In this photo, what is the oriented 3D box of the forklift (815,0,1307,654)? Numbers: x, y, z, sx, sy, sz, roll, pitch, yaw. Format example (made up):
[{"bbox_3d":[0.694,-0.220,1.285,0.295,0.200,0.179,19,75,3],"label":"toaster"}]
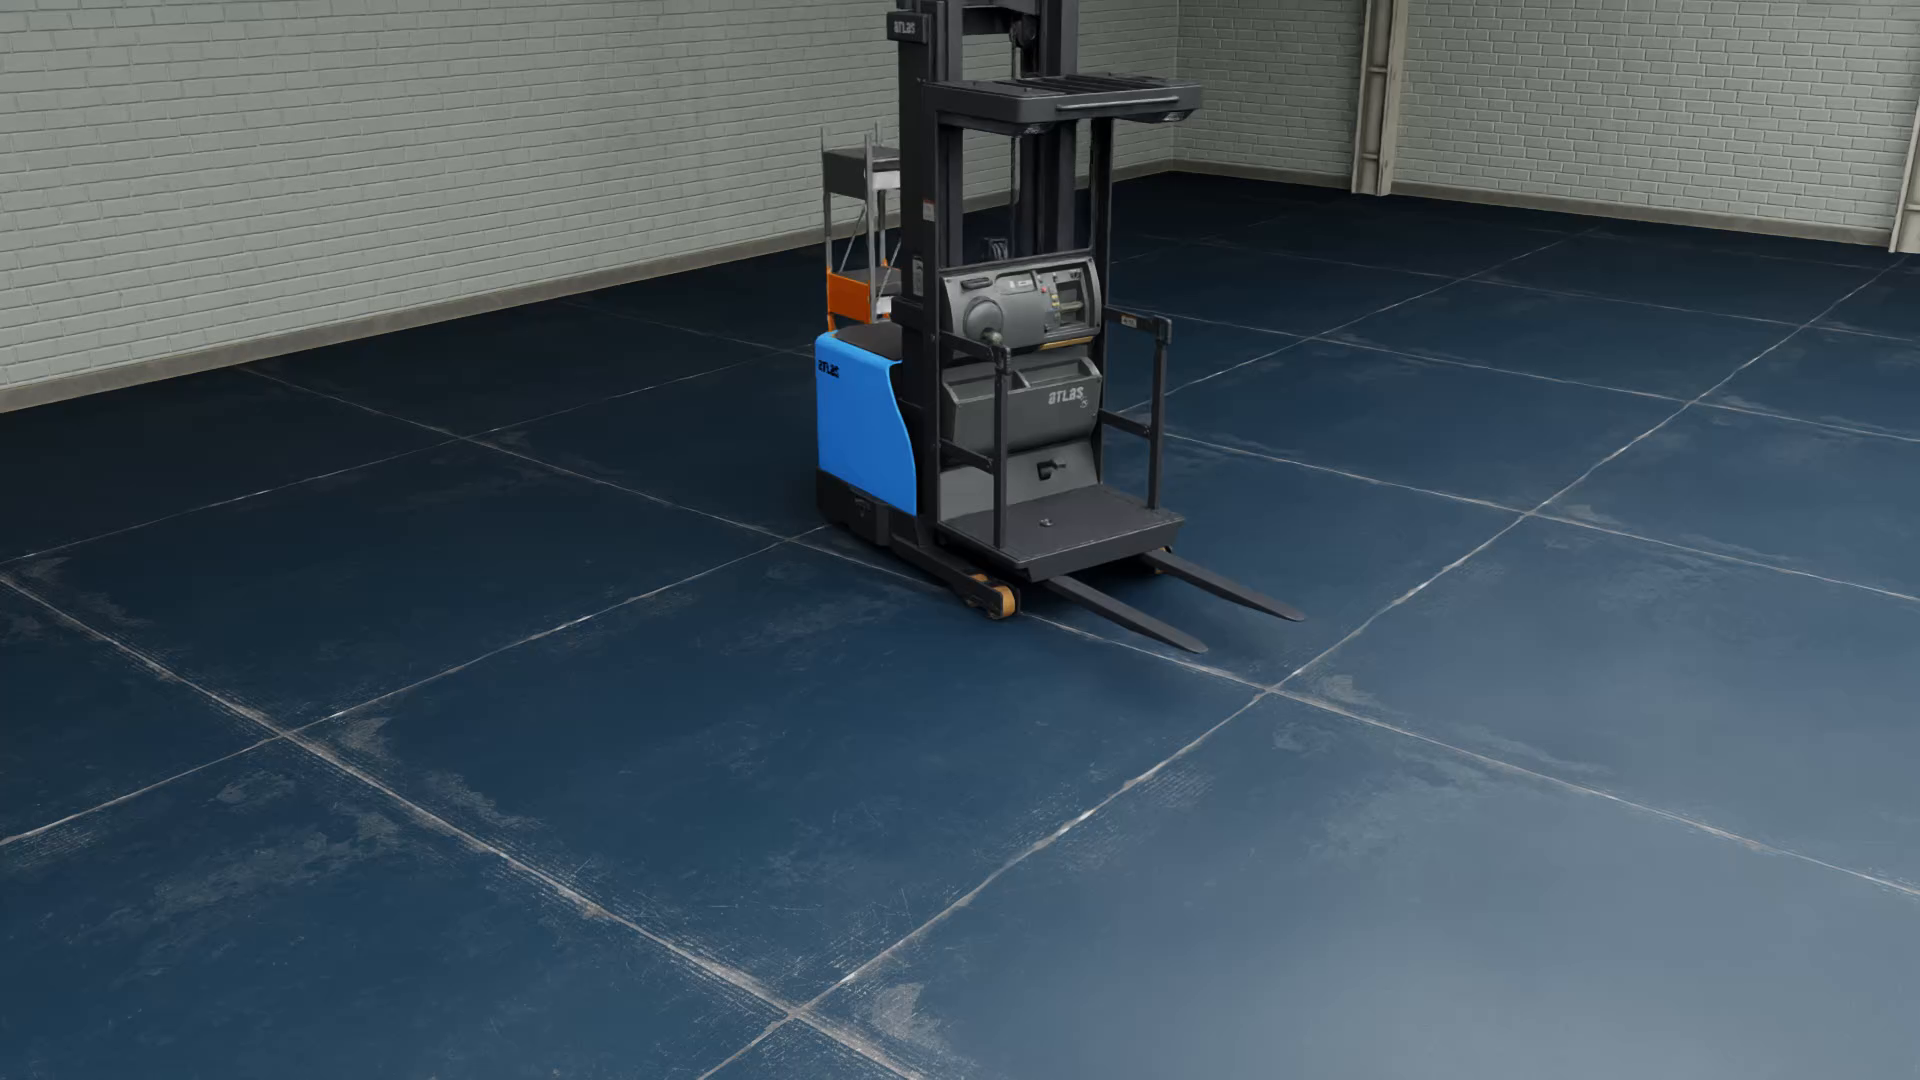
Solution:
[{"bbox_3d":[0.443,-1.176,8.132,1.130,2.935,3.031,-14,25,-33],"label":"forklift"}]

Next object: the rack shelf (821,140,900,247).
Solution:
[{"bbox_3d":[-0.483,-1.985,9.499,0.431,0.518,0.480,-13,24,-32],"label":"rack shelf"}]

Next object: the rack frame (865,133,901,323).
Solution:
[{"bbox_3d":[-0.340,-1.272,9.542,0.400,2.100,0.015,-13,24,-32],"label":"rack frame"}]

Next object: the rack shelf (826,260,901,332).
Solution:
[{"bbox_3d":[-0.476,-1.327,9.737,0.431,0.518,0.480,-13,24,-32],"label":"rack shelf"}]

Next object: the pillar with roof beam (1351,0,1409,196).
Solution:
[{"bbox_3d":[2.344,-7.307,15.792,0.400,9.000,9.100,16,26,36],"label":"pillar with roof beam"}]

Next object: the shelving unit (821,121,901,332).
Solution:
[{"bbox_3d":[-0.476,-1.340,9.732,0.431,2.100,0.503,-13,24,-32],"label":"shelving unit"}]

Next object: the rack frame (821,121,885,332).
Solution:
[{"bbox_3d":[-0.613,-1.407,9.923,0.400,2.100,0.015,-13,24,-32],"label":"rack frame"}]

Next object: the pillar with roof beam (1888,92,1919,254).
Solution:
[{"bbox_3d":[6.992,-5.969,12.242,0.400,9.000,9.100,16,26,36],"label":"pillar with roof beam"}]
